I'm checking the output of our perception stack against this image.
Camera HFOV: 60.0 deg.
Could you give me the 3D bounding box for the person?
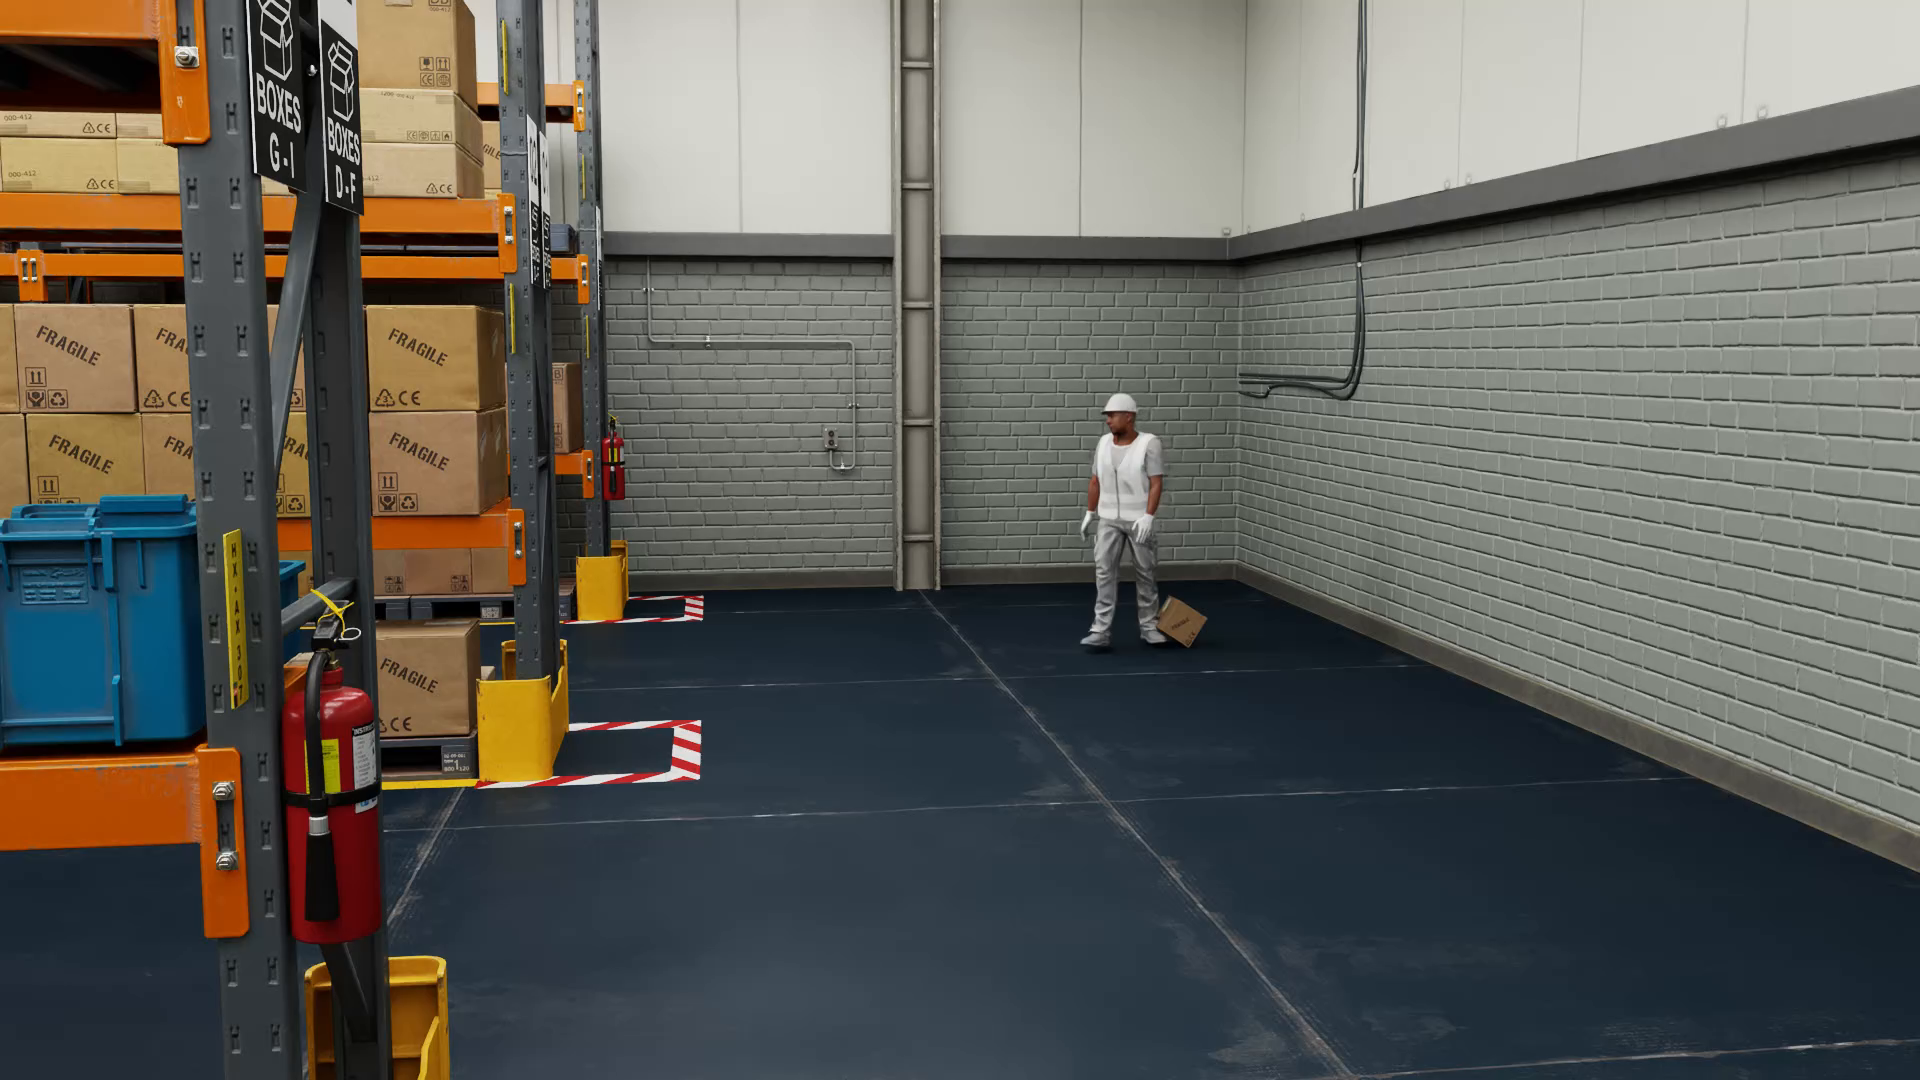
[{"bbox_3d":[1.126,-0.135,11.655,0.638,1.780,0.653,3,7,28],"label":"person"}]
